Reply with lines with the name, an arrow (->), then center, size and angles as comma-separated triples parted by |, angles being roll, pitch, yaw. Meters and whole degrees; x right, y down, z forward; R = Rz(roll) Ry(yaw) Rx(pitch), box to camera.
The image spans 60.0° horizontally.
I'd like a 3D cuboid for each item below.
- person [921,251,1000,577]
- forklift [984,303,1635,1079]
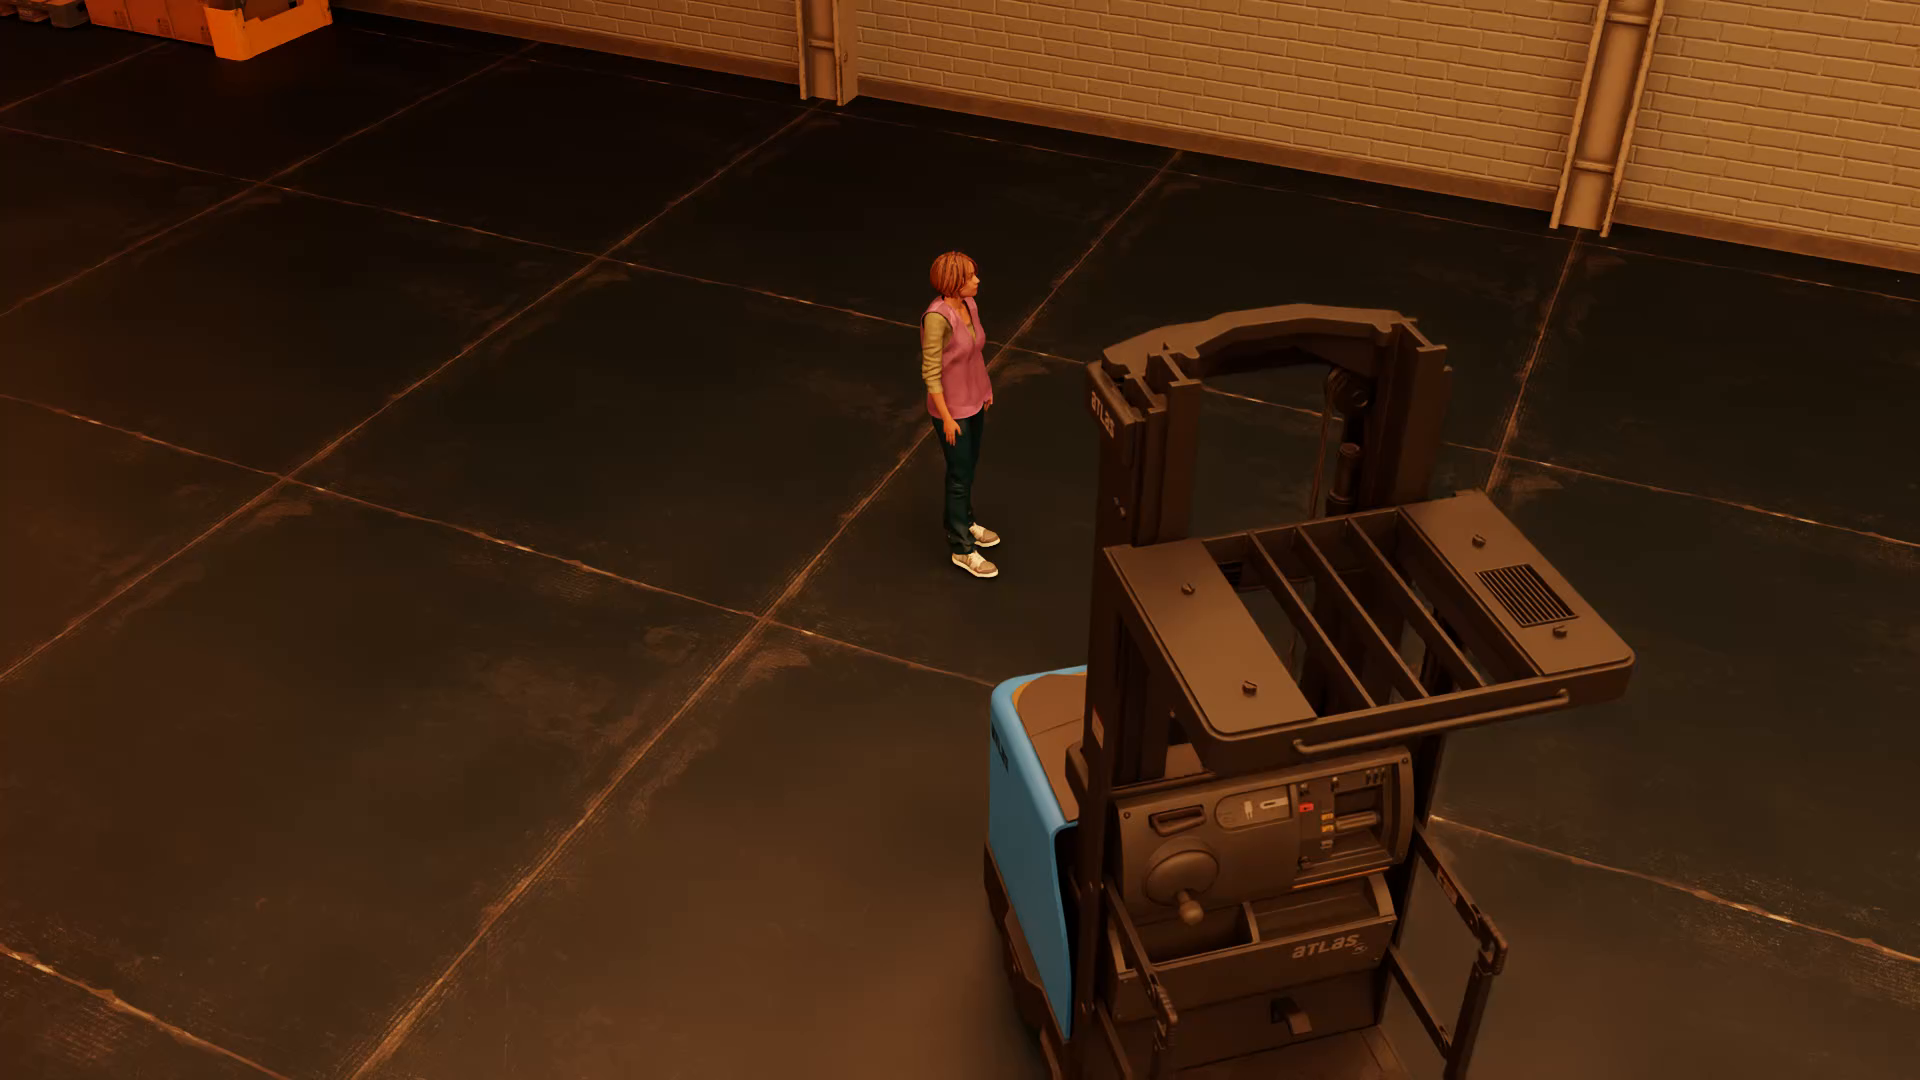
person -> 0.062, -0.631, 8.107 | 0.473, 1.599, 0.520 | 15, 38, 20
forklift -> 0.970, 0.945, 4.761 | 1.130, 2.935, 3.031 | -9, 36, -12
